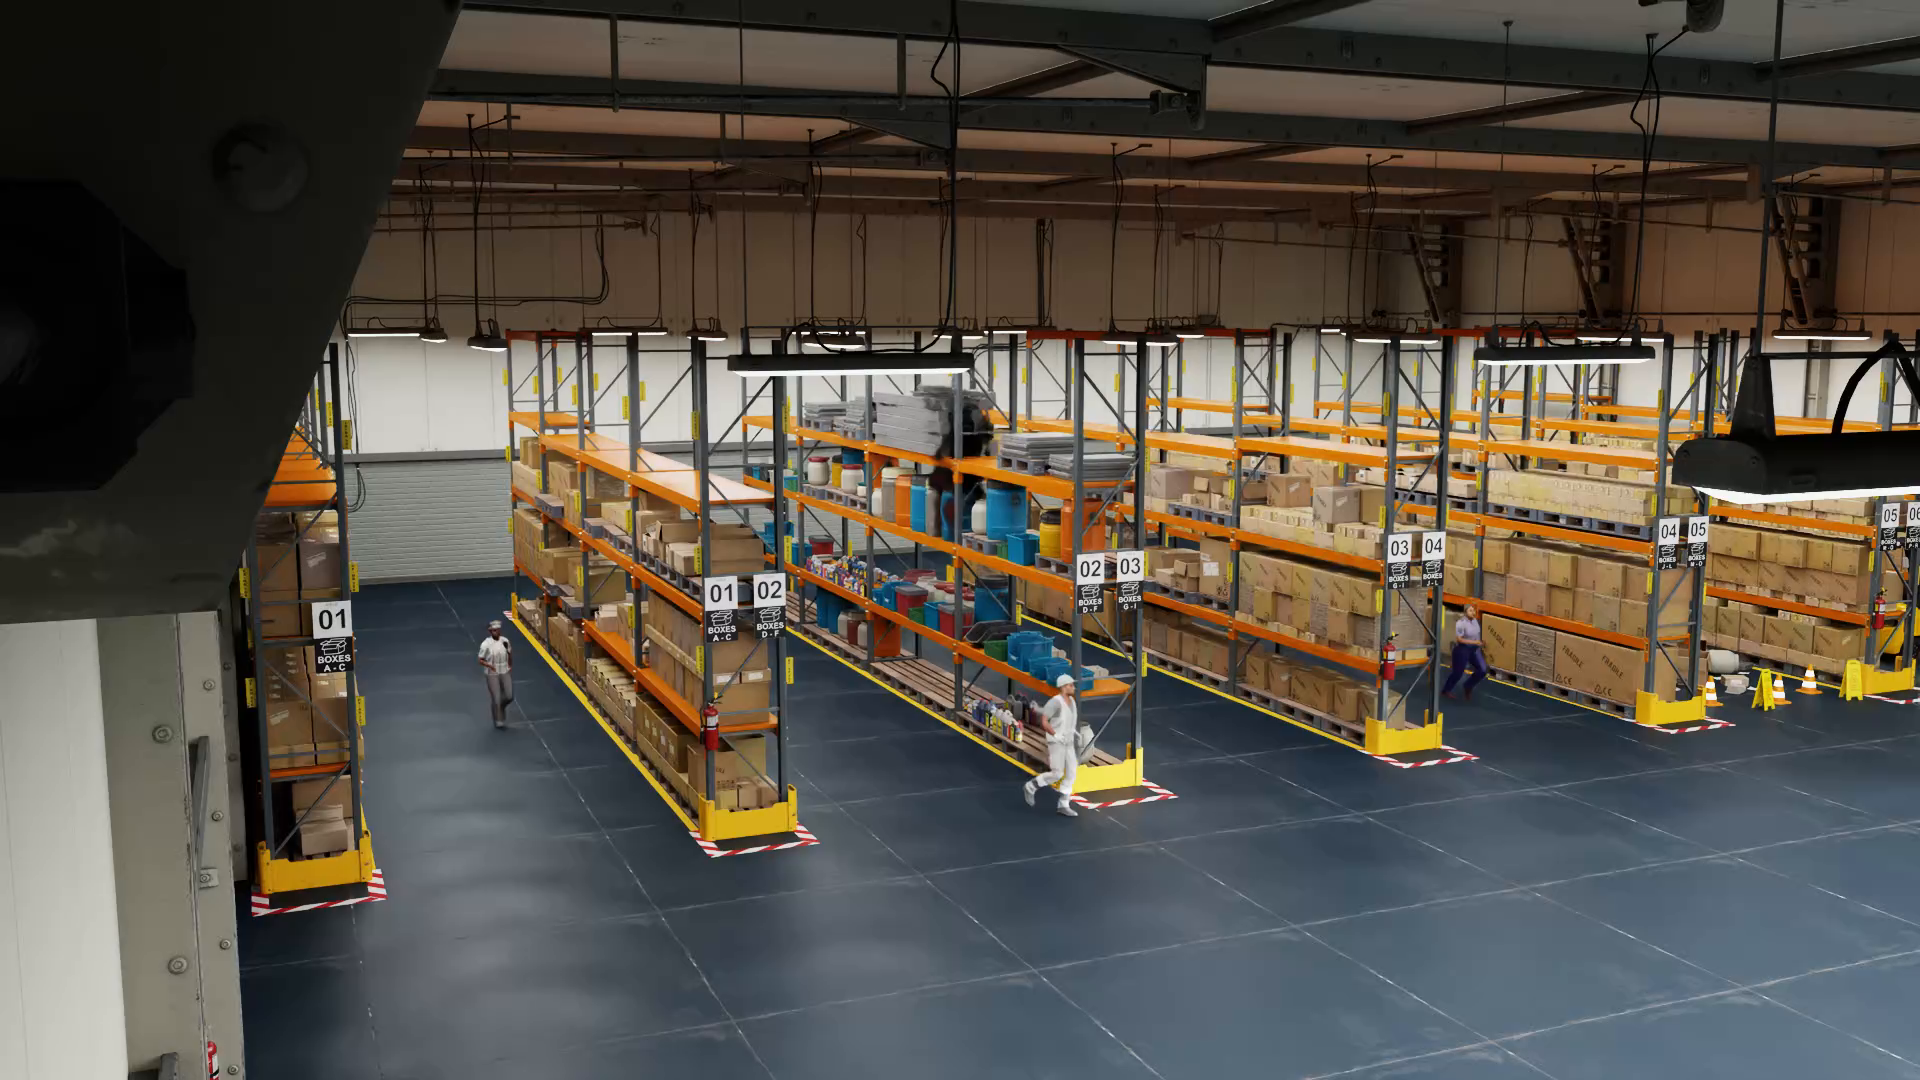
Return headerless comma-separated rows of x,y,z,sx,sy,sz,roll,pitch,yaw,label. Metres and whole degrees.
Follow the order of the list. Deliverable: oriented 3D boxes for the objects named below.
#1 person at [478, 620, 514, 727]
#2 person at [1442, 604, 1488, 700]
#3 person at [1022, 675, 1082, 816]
-7.074,2.049,25.503,0.570,1.654,0.568,-5,9,-34,person
8.295,1.828,27.163,0.617,1.598,0.809,-4,9,-27,person
1.275,2.582,21.268,0.775,1.746,0.724,5,9,35,person
